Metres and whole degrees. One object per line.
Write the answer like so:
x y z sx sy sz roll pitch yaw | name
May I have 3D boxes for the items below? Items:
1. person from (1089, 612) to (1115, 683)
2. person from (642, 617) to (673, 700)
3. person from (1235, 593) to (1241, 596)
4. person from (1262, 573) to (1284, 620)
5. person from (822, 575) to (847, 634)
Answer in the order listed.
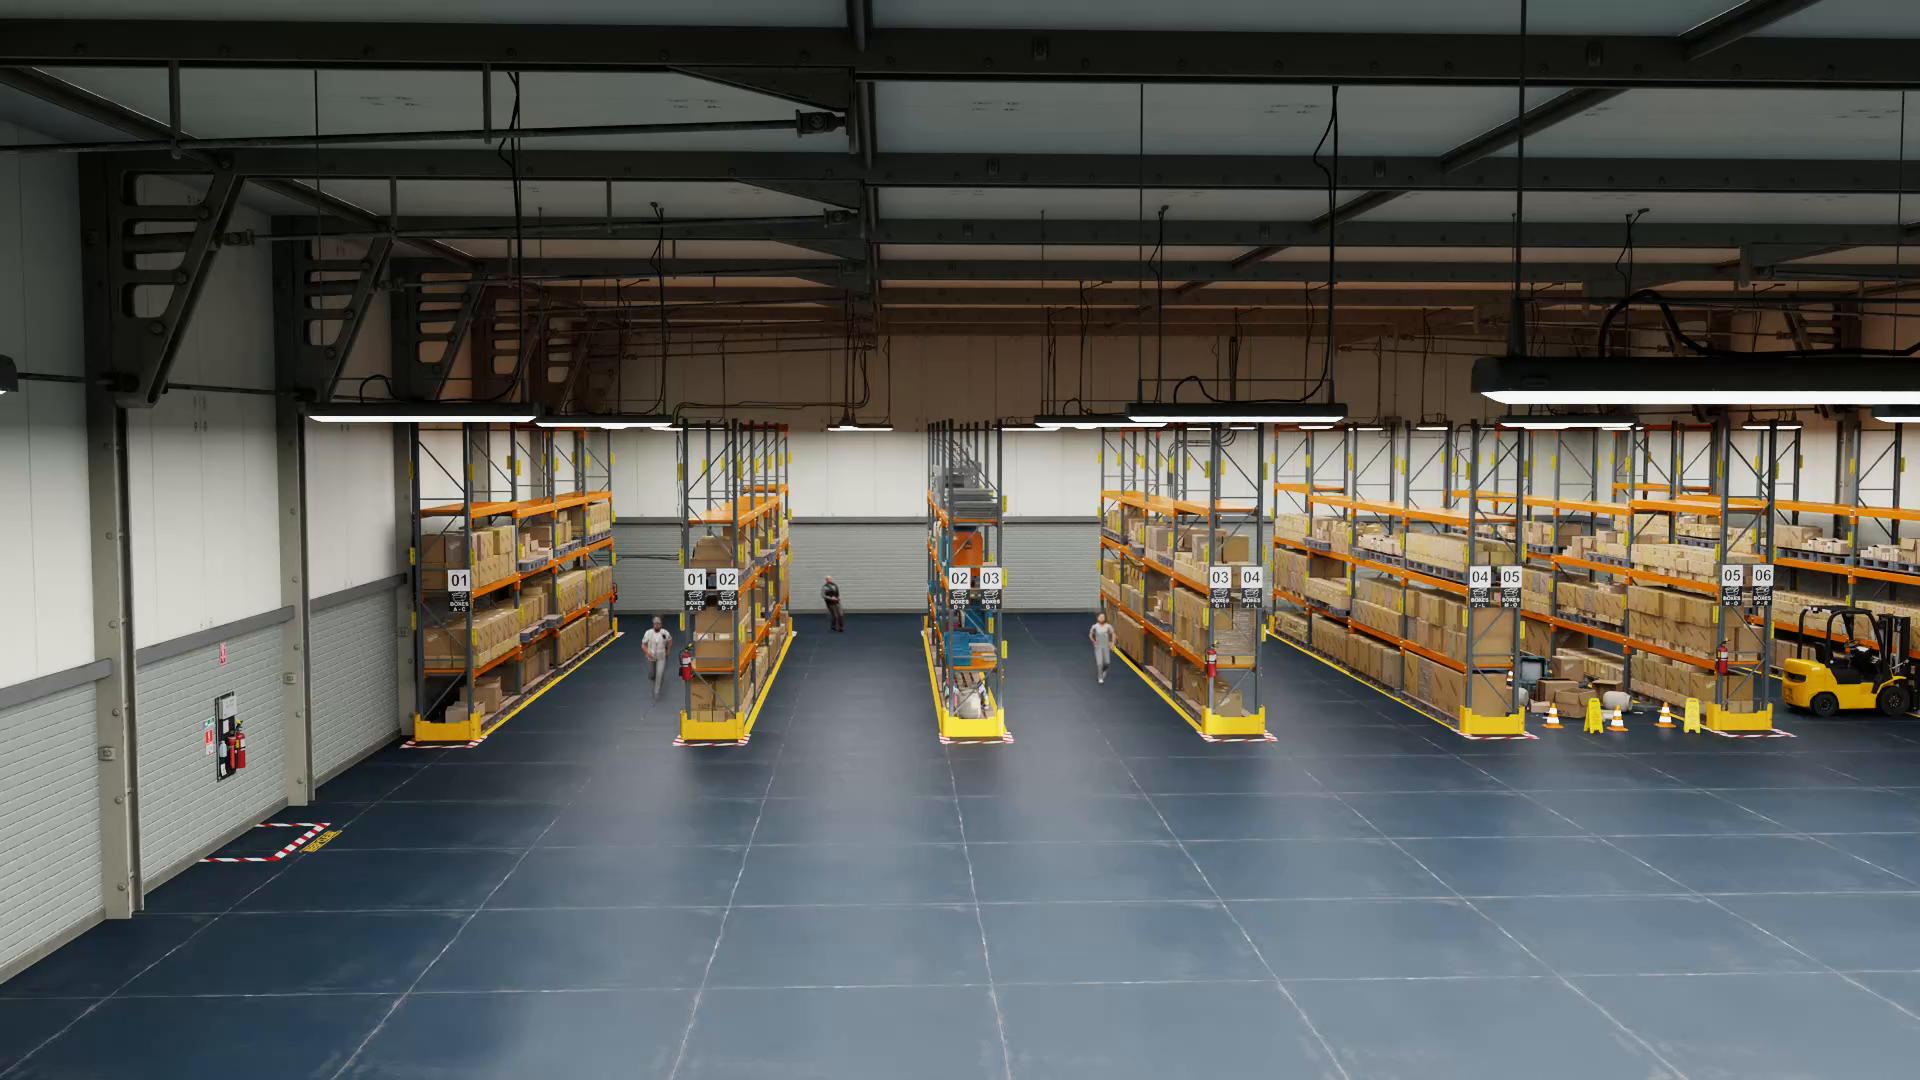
3.259 2.466 38.132 0.610 1.624 0.538 0 4 -3 | person
-6.604 2.555 36.188 0.631 1.784 1.037 0 4 -2 | person
7.794 1.939 46.481 0.618 1.620 0.554 0 4 3 | person
9.197 1.779 48.654 0.706 1.645 0.629 0 4 -8 | person
-3.669 1.862 47.518 0.682 1.734 0.717 -3 5 -40 | person
